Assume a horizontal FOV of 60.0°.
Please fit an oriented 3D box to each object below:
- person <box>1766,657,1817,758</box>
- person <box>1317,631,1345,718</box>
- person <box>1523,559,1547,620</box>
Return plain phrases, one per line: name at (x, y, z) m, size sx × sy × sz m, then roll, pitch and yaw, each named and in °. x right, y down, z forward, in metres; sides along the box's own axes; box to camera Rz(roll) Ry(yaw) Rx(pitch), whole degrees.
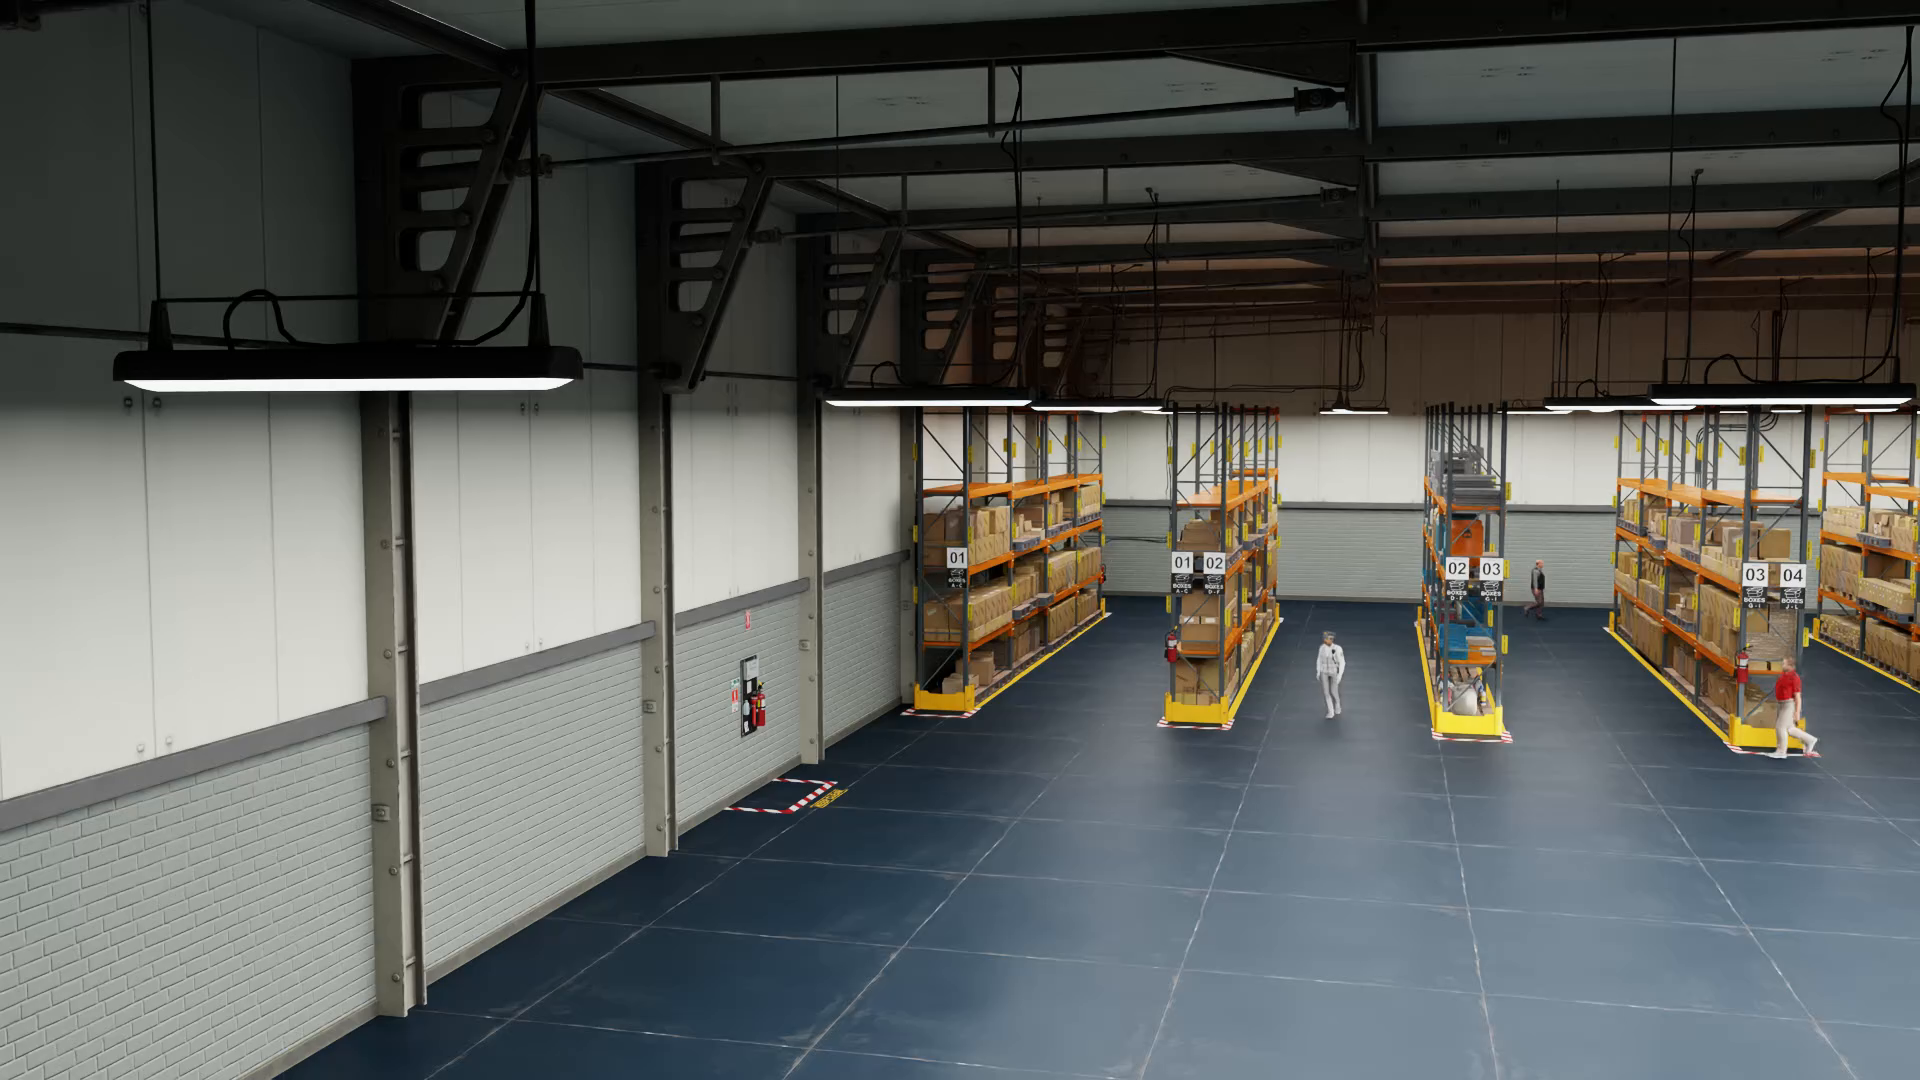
person at (13.969, 2.804, 27.887) m, size 0.861 × 1.687 × 0.567 m, roll 1°, pitch 4°, yaw 7°
person at (7.092, 2.555, 31.806) m, size 0.552 × 1.655 × 0.474 m, roll 2°, pitch 5°, yaw 29°
person at (16.222, 1.396, 46.836) m, size 0.619 × 1.714 × 0.574 m, roll 3°, pitch 5°, yaw 34°
